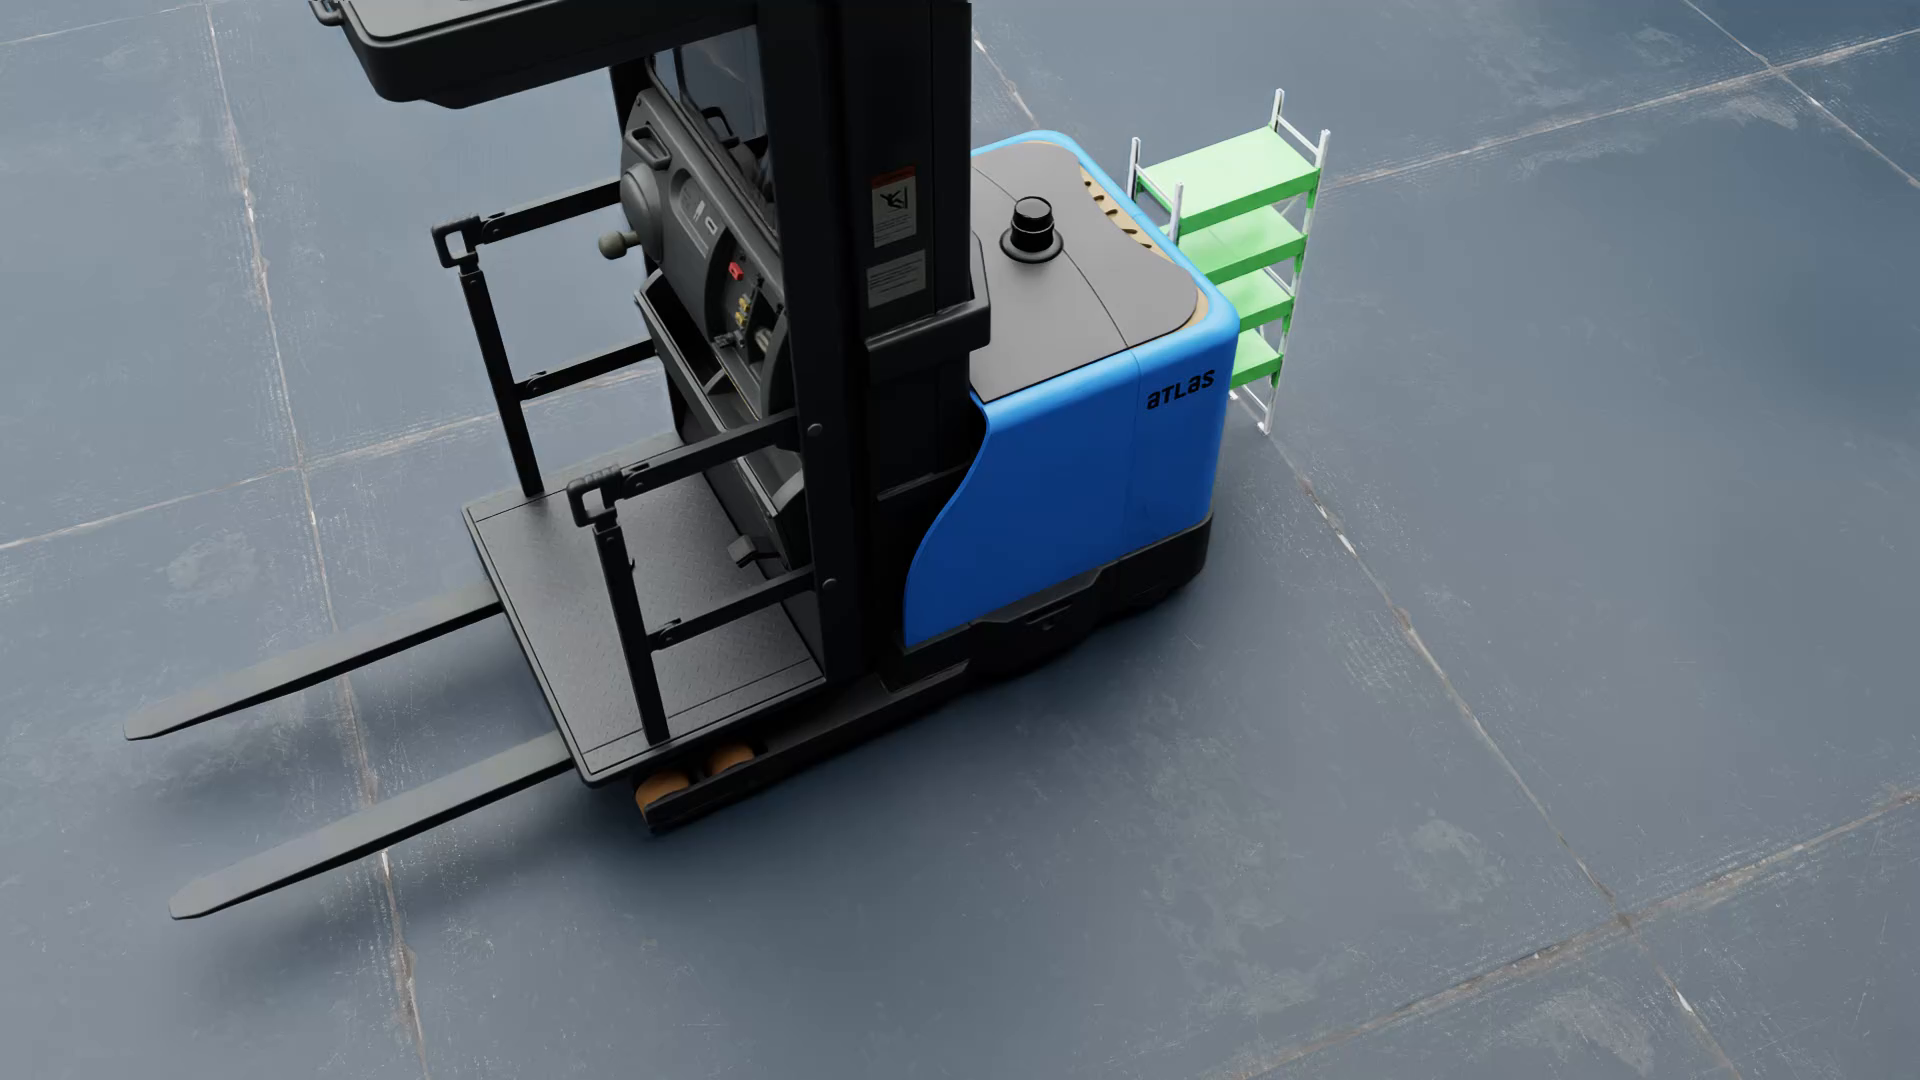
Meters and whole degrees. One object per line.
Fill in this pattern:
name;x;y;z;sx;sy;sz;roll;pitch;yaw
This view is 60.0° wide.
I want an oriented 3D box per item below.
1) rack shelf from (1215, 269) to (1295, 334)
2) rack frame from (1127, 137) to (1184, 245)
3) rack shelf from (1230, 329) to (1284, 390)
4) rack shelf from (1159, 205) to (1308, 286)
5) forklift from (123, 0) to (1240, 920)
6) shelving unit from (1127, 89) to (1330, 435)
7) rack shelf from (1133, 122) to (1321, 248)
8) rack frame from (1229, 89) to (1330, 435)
rack shelf;0.757;-0.695;5.140;0.480;0.148;0.258;-22;53;-18
rack frame;0.543;-0.648;5.016;0.015;1.200;0.240;-22;53;-18
rack shelf;0.757;-0.538;5.322;0.480;0.148;0.258;-22;53;-18
rack shelf;0.757;-0.851;4.958;0.480;0.148;0.258;-22;53;-18
forklift;-0.790;-0.632;3.860;3.031;2.935;1.130;-22;53;-18
shelving unit;0.757;-0.736;5.091;0.503;1.200;0.258;-22;53;-18
rack shelf;0.757;-1.007;4.776;0.480;0.148;0.258;-22;53;-18
rack frame;0.972;-0.824;5.167;0.015;1.200;0.240;-22;53;-18
